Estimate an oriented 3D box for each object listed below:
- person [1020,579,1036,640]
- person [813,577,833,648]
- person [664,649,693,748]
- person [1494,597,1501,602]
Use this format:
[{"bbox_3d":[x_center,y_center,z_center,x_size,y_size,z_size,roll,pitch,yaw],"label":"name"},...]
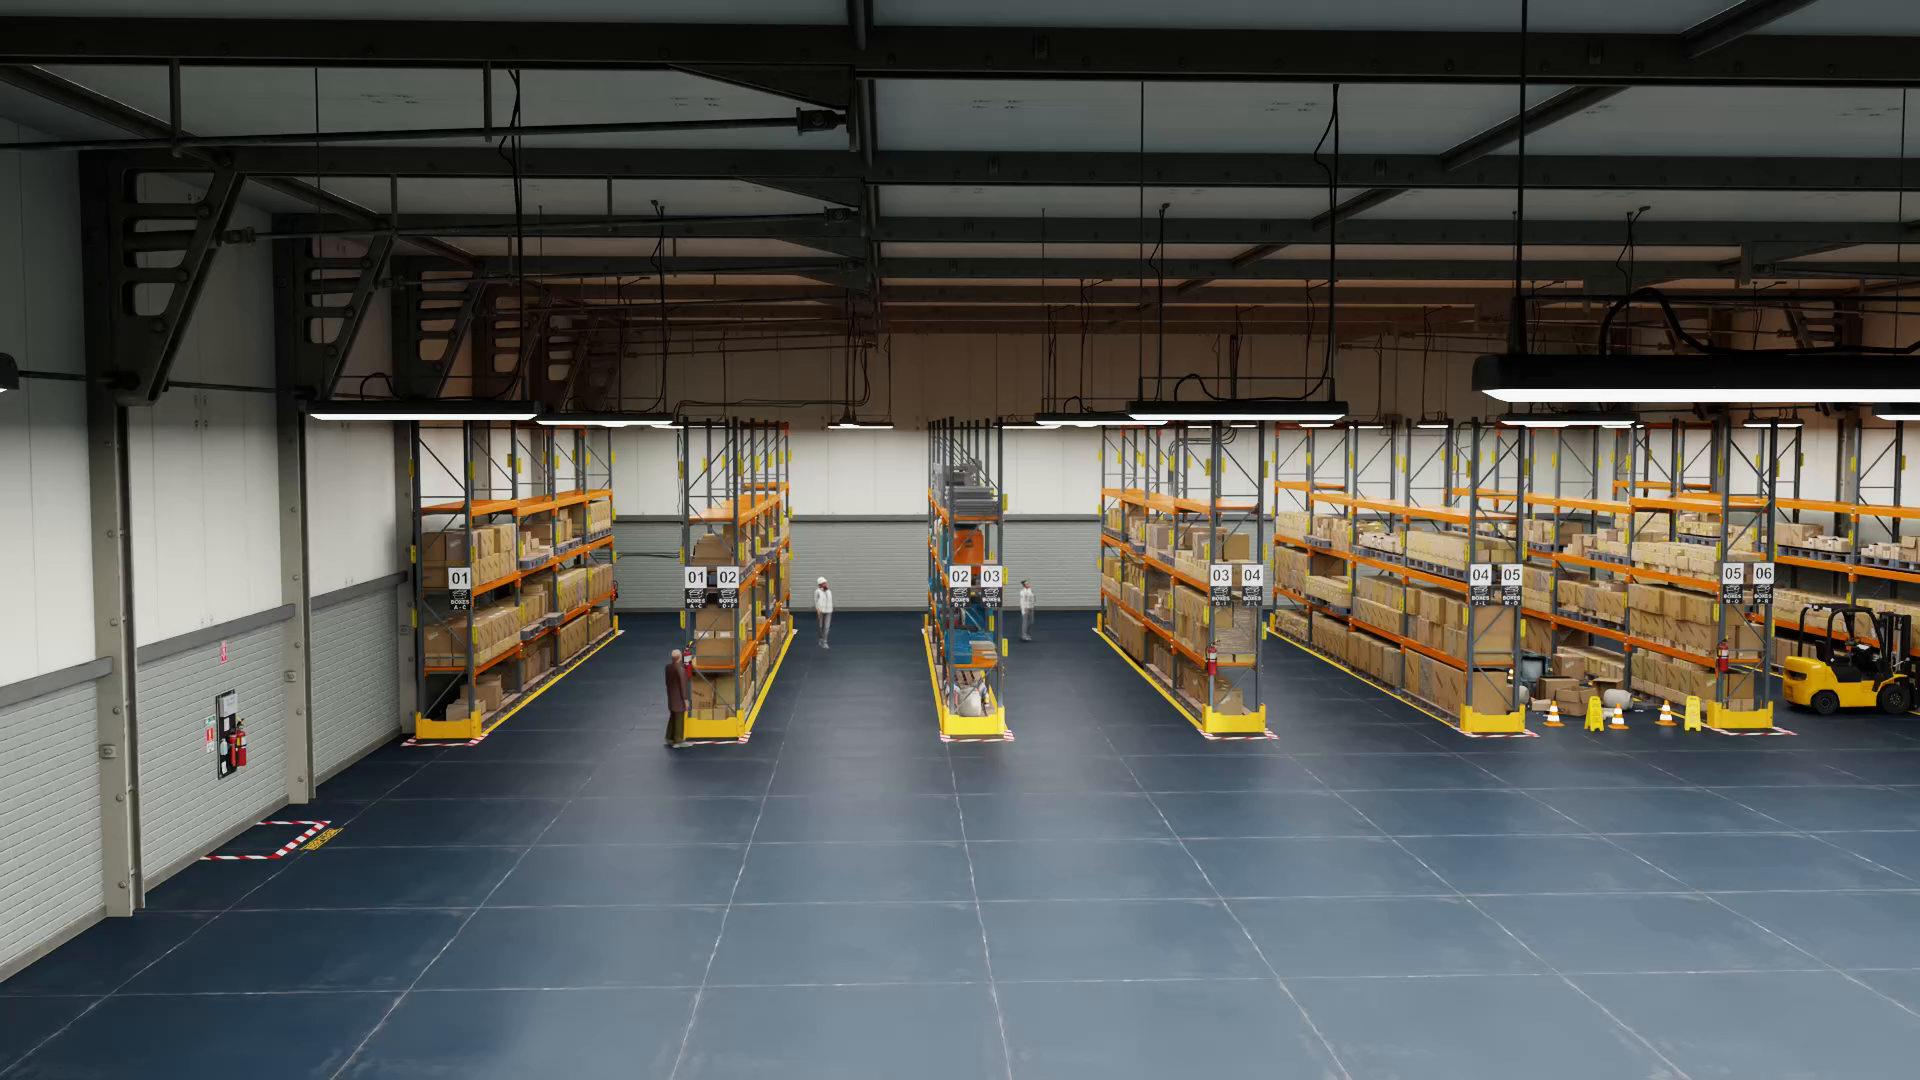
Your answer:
[{"bbox_3d":[1.833,1.903,45.696,0.403,1.687,0.534,3,5,42],"label":"person"},{"bbox_3d":[-3.459,1.828,41.968,0.531,1.778,0.760,-1,4,-18],"label":"person"},{"bbox_3d":[-5.091,2.885,30.168,0.454,1.821,0.649,-2,4,-26],"label":"person"},{"bbox_3d":[12.953,2.249,40.156,0.604,1.771,0.596,-1,4,-18],"label":"person"}]
